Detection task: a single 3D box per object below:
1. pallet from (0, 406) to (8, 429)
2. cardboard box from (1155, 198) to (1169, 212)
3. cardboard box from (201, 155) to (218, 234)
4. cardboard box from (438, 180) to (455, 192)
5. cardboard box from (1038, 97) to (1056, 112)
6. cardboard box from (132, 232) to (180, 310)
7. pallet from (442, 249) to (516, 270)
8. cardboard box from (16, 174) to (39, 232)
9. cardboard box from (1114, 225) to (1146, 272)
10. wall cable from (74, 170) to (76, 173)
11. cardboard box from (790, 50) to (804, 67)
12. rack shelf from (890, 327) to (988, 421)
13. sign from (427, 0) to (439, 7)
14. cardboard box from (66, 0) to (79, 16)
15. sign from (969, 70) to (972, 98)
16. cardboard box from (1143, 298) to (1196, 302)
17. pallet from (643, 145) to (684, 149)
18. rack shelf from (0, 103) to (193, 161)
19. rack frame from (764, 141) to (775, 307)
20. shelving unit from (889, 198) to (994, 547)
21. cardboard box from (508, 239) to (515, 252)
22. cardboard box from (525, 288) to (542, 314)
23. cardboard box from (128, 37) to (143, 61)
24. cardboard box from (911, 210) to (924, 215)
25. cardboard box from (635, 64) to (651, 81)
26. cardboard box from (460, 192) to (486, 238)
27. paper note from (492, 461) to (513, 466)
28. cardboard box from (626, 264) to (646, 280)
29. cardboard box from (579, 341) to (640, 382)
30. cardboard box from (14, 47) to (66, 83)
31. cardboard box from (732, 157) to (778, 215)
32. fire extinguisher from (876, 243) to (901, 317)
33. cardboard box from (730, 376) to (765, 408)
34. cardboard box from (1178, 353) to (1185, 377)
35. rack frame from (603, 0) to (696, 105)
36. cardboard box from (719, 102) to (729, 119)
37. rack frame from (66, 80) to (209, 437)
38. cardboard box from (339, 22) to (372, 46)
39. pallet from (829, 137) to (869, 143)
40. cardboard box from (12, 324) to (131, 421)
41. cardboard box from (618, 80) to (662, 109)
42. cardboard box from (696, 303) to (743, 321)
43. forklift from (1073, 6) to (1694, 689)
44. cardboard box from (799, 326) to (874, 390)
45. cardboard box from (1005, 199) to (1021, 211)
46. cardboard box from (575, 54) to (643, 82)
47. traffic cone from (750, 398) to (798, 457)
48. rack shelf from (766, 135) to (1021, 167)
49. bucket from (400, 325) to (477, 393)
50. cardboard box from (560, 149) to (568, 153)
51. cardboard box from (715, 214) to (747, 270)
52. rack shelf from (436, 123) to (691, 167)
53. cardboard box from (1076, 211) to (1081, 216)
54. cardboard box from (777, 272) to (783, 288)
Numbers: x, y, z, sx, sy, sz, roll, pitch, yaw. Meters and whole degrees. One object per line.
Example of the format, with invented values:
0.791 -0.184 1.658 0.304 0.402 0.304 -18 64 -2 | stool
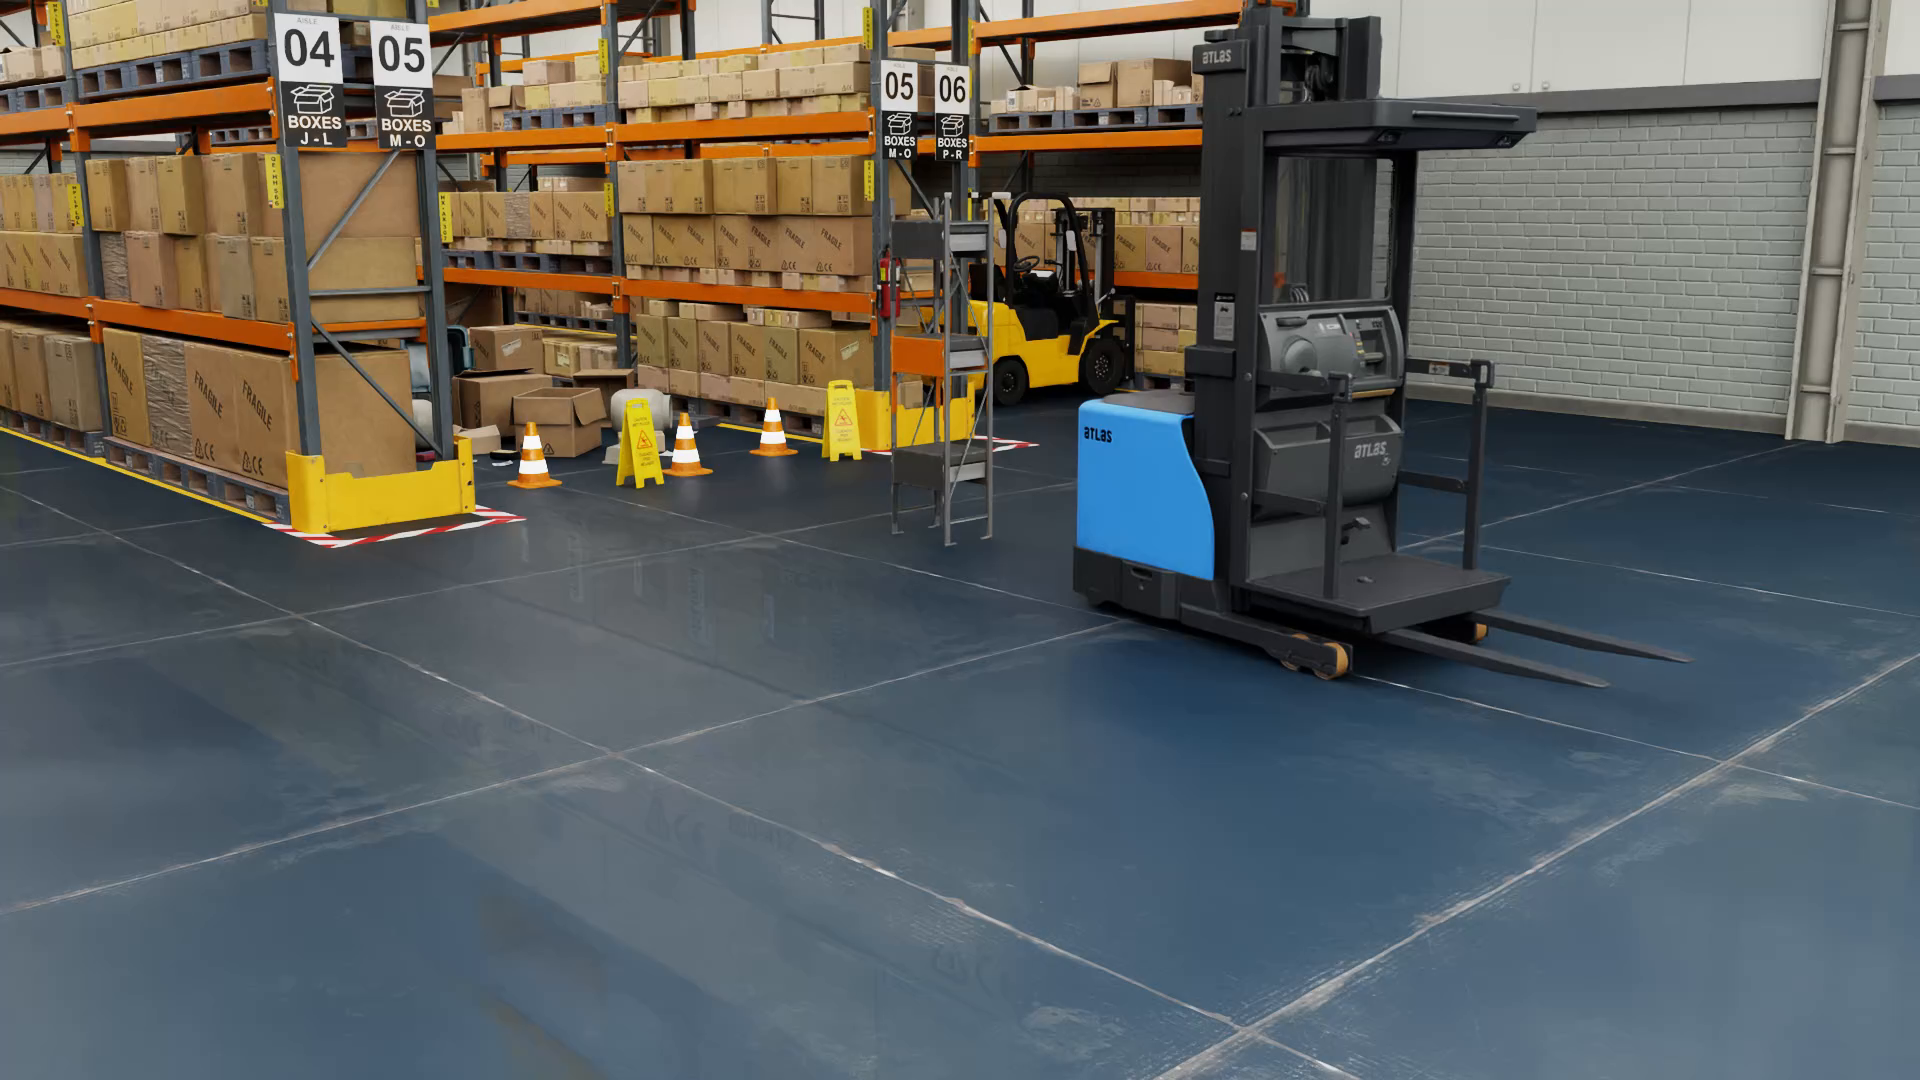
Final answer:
-8.877 -1.288 16.141 1.003 0.211 1.213 -11 16 -43 | pallet
2.345 -3.657 18.135 0.380 0.149 0.250 -11 16 -42 | cardboard box
-4.805 -2.442 11.783 0.875 0.550 0.550 -11 16 -43 | cardboard box
-6.403 -4.062 19.967 0.500 0.500 0.500 11 16 44 | cardboard box
1.114 -4.973 19.018 0.380 0.149 0.250 -10 15 -41 | cardboard box
-5.657 -2.045 12.531 0.875 0.550 0.550 -11 16 -43 | cardboard box
-5.287 -3.301 19.475 1.213 0.211 1.003 -11 16 -43 | pallet
-8.005 -3.029 14.952 0.700 0.500 0.500 -11 16 -43 | cardboard box
2.020 -3.245 18.479 0.500 0.500 0.500 -11 16 -44 | cardboard box
-15.292 -5.984 29.428 0.585 1.953 0.123 -11 16 -43 | wall cable
-1.257 -4.183 14.495 0.380 0.149 0.250 -11 16 -42 | cardboard box
-0.114 -1.039 10.320 0.431 0.518 0.480 -11 16 -43 | rack shelf
-3.437 -3.624 10.774 0.100 0.325 0.005 -11 16 -43 | sign
-6.599 -4.087 12.737 0.380 0.149 0.250 -11 16 -42 | cardboard box
0.107 -5.392 19.655 0.100 0.325 0.005 -11 16 -43 | sign
2.375 -2.601 18.897 0.500 0.250 0.500 -11 16 -43 | cardboard box
-3.913 -5.881 24.556 1.213 0.211 1.003 -11 16 -43 | pallet
-7.986 -3.604 14.822 1.077 0.370 4.000 -11 16 -43 | rack shelf
-2.269 -4.176 23.249 1.000 3.000 0.127 -11 16 -43 | rack frame
-0.114 -1.053 10.317 0.431 2.100 0.503 -11 16 -43 | shelving unit
-4.819 -3.298 18.567 0.380 0.149 0.250 -10 15 -40 | cardboard box
-6.878 -4.093 27.996 0.700 0.500 0.500 -10 15 -40 | cardboard box
-5.718 -3.510 11.917 0.380 0.149 0.250 -11 16 -43 | cardboard box
-0.503 -4.076 20.907 0.250 0.149 0.380 11 16 43 | cardboard box
-2.912 -4.512 16.089 0.380 0.149 0.250 -10 15 -41 | cardboard box
-5.348 -3.711 18.966 0.500 0.500 0.500 -10 15 -40 | cardboard box
-3.668 -0.616 13.331 0.144 0.017 0.142 -5 13 -23 | paper note
-3.109 -2.687 16.640 0.380 0.149 0.250 -11 16 -43 | cardboard box
-3.458 -1.895 17.648 0.950 0.372 0.625 -11 16 -42 | cardboard box
-7.616 -3.996 14.021 0.500 0.250 0.500 -11 16 -43 | cardboard box
-1.613 -3.180 14.950 0.700 0.500 0.500 -11 16 -43 | cardboard box
-0.586 -2.198 13.837 0.296 0.674 0.183 -11 16 -43 | fire extinguisher
-1.802 -1.408 15.587 0.500 0.250 0.500 11 16 43 | cardboard box
2.703 -1.892 17.936 0.500 0.250 0.500 -11 16 -42 | cardboard box
-3.094 -5.839 16.450 1.000 3.000 0.127 -11 16 -43 | rack frame
-1.990 -3.941 15.296 0.380 0.149 0.250 -11 16 -42 | cardboard box
-6.605 -2.196 13.635 1.000 3.000 0.127 -11 16 -43 | rack frame
-3.847 -3.307 10.932 0.380 0.149 0.250 -11 16 -42 | cardboard box
-0.961 -5.304 21.754 1.003 0.211 1.213 -10 15 -40 | pallet
-7.762 -1.519 14.885 1.050 0.750 0.750 -11 16 -43 | cardboard box
-2.988 -4.339 16.241 0.500 0.250 0.500 -11 16 -44 | cardboard box
-2.295 -2.180 15.868 0.380 0.149 0.250 -10 15 -39 | cardboard box
1.879 -0.926 7.643 1.130 2.935 3.031 -9 14 -36 | forklift
-1.074 -1.623 14.772 0.500 0.500 0.500 -11 16 -42 | cardboard box
0.758 -3.994 19.771 0.380 0.149 0.250 -11 16 -42 | cardboard box
-3.587 -4.813 16.999 0.500 0.250 0.500 -10 16 -41 | cardboard box
-1.562 -0.957 13.910 0.336 0.463 0.334 -11 16 -43 | traffic cone
-0.888 -5.001 21.602 1.077 0.370 4.000 -11 16 -43 | rack shelf
-4.843 -1.638 15.275 0.726 0.611 0.620 -5 3 -23 | bucket
-6.169 -6.274 26.618 0.380 0.149 0.250 -10 15 -41 | cardboard box
-1.928 -2.776 15.466 0.500 0.500 0.500 -11 16 -42 | cardboard box
-4.475 -4.309 18.242 1.077 0.370 4.000 -11 16 -43 | rack shelf
1.386 -3.685 19.010 0.250 0.149 0.380 11 16 43 | cardboard box
-1.436 -2.370 15.106 0.380 0.149 0.250 -11 16 -42 | cardboard box
